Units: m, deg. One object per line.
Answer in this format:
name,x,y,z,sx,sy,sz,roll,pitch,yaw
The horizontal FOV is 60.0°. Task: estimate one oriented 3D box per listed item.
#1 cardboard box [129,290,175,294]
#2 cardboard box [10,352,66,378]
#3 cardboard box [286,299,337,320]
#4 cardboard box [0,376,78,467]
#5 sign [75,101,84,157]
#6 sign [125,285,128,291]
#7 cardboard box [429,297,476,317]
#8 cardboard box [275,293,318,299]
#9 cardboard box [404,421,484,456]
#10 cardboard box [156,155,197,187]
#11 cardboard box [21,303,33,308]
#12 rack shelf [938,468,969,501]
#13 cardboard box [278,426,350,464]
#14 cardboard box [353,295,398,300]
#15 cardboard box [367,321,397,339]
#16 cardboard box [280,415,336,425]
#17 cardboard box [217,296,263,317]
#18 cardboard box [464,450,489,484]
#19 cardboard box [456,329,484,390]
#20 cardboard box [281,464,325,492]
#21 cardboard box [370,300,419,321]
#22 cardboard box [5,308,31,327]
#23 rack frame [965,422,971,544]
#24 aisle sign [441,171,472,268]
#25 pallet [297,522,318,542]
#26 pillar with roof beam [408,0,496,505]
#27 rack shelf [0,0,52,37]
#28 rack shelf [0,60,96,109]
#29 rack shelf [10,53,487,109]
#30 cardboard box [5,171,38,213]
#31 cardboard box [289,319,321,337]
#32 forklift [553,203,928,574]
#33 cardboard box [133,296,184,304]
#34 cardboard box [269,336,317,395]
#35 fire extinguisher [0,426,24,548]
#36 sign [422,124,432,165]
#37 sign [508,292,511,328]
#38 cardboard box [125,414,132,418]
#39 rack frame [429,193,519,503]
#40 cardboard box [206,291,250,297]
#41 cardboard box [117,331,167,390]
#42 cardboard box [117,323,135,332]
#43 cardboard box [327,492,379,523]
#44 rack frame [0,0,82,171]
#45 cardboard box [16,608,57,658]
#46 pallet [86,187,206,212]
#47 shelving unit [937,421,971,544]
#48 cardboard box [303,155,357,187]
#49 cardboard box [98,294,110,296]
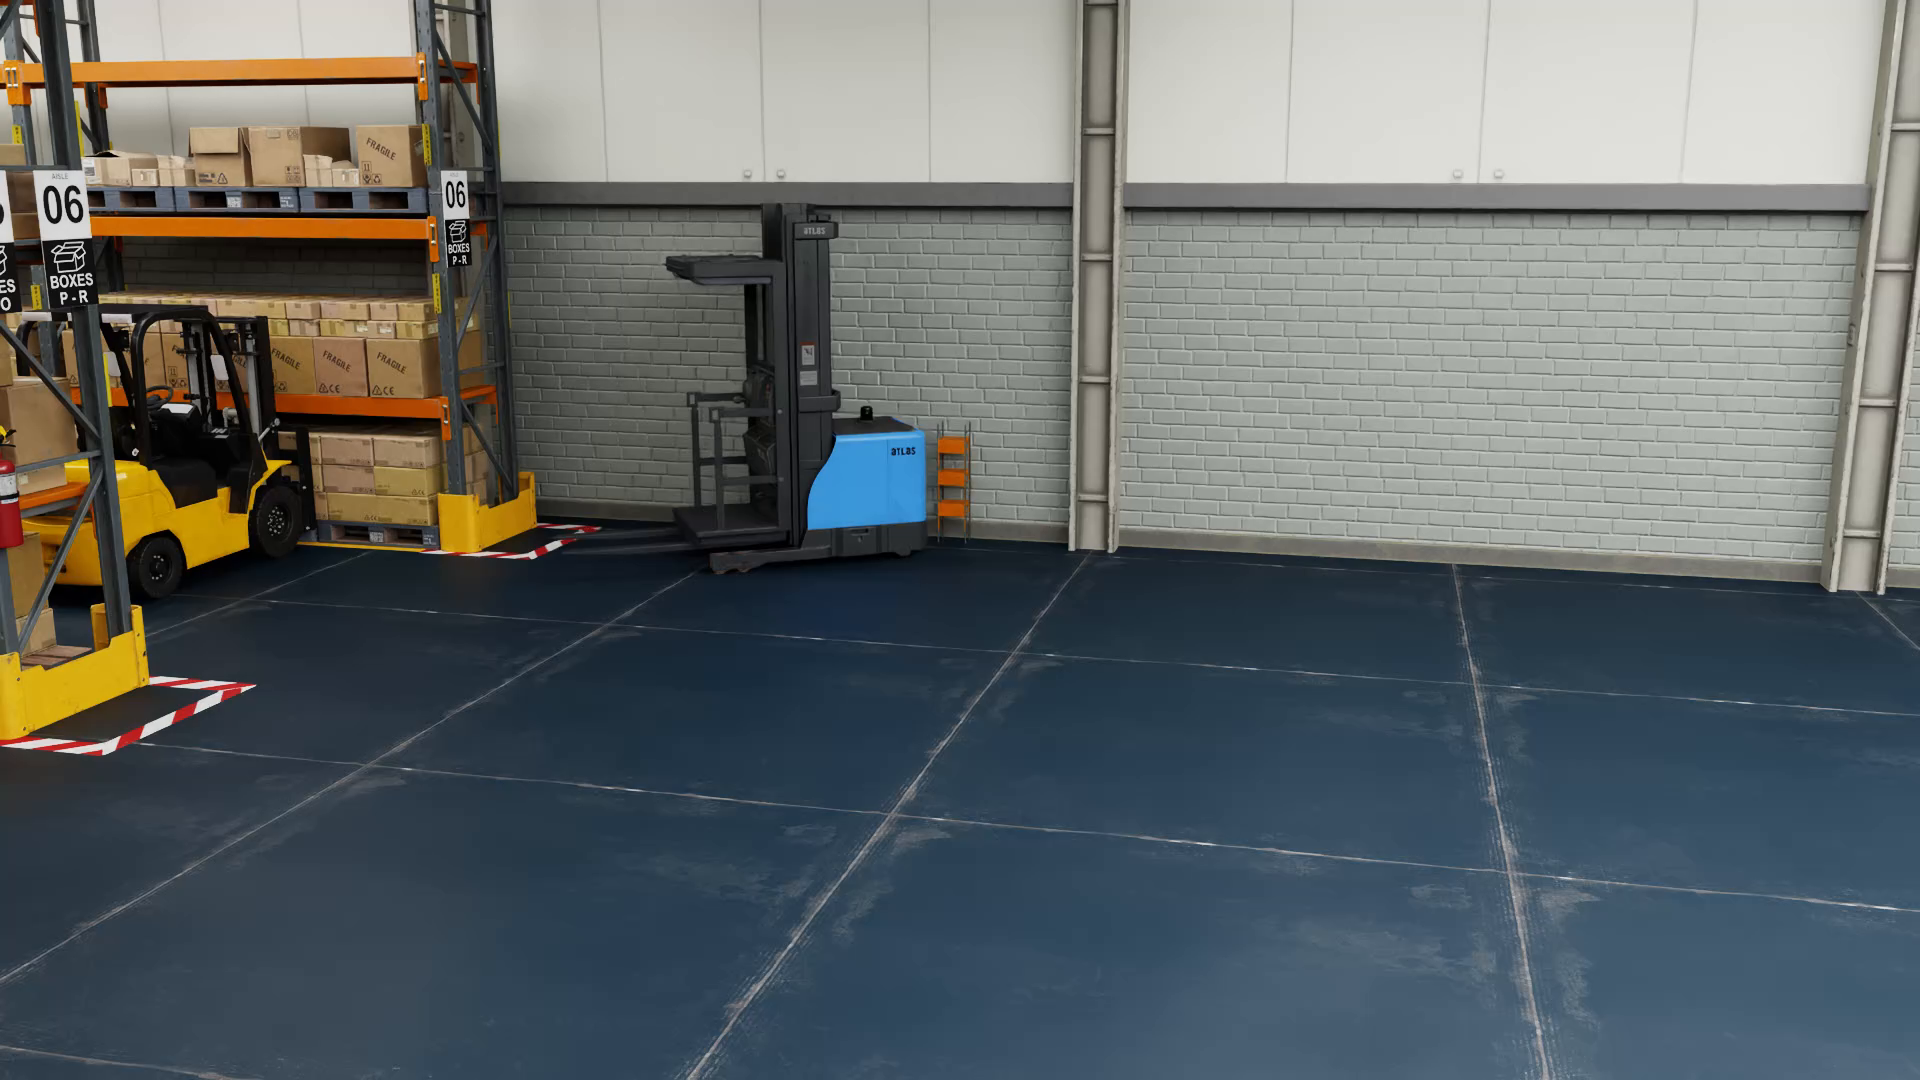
cardboard box,-7.473,-2.227,15.431,0.250,0.149,0.380,3,13,12
cardboard box,-8.641,-1.589,15.316,0.500,0.250,0.500,3,13,15
cardboard box,-5.614,-2.001,14.414,0.250,0.149,0.380,3,13,15
cardboard box,-5.784,-0.716,10.120,0.500,0.500,0.500,3,13,13
sign,-5.261,-2.445,9.884,0.005,0.325,0.100,3,13,14
sign,-7.957,-2.269,15.854,0.005,0.325,0.100,3,13,14
cardboard box,-4.480,-2.056,14.662,0.250,0.149,0.380,3,13,12
cardboard box,-5.975,-2.143,15.051,0.250,0.149,0.380,3,13,14
cardboard box,-4.626,-0.899,14.930,0.500,0.250,0.500,3,13,13
cardboard box,-6.720,-3.203,14.429,0.258,0.266,0.396,3,13,12
cardboard box,-8.869,-2.158,15.806,0.250,0.149,0.380,3,13,13
rack shelf,-0.051,-0.499,14.603,0.240,0.259,0.215,3,13,13
cardboard box,-5.716,-0.842,14.673,0.500,0.250,0.500,3,13,14
cardboard box,-5.222,-2.104,14.876,0.250,0.149,0.380,3,13,14
cardboard box,-4.864,-1.815,14.261,0.250,0.149,0.380,3,13,14
cardboard box,-6.091,-0.980,15.297,0.500,0.250,0.500,3,13,12
cardboard box,-6.334,-2.063,14.693,0.250,0.149,0.380,3,13,14
cardboard box,-4.612,-0.658,15.000,0.500,0.250,0.500,3,13,15
cardboard box,-4.620,-1.616,14.863,0.500,0.500,0.500,3,13,15
cardboard box,-5.743,-0.600,14.739,0.500,0.250,0.500,3,13,12
cardboard box,-4.850,-1.975,14.293,0.250,0.149,0.380,3,13,14
cardboard box,-8.728,-2.037,15.262,0.250,0.149,0.380,3,13,13
rack frame,0.067,-0.503,14.573,0.008,1.050,0.200,3,13,13
aisle sign,-4.212,-2.687,13.919,0.004,0.787,0.394,3,13,14
pallet,-6.138,-0.217,15.223,1.213,0.211,1.003,3,13,14
pillar with roof beam,-5.697,-3.733,10.782,0.400,9.000,9.100,3,13,14
rack shelf,-7.333,-3.119,9.685,4.000,0.370,1.077,3,13,14
rack shelf,-10.030,-4.177,15.369,4.000,0.370,1.077,3,13,14
rack shelf,-6.147,-3.970,14.434,4.000,0.370,1.077,3,13,14
cardboard box,-5.815,-2.058,9.818,0.500,0.250,0.500,3,13,13
cardboard box,-5.610,-1.861,14.466,0.250,0.149,0.380,3,13,12
forklift,-1.849,-1.284,13.752,3.031,2.935,1.130,-4,13,-19
cardboard box,-7.100,-2.082,14.777,0.250,0.149,0.380,3,13,15
cardboard box,-5.745,-1.558,14.600,0.500,0.500,0.500,3,13,12
fire extinguisher,-5.390,-0.299,9.334,0.183,0.674,0.296,3,13,14
sign,-4.349,-3.228,13.571,0.005,0.325,0.100,3,13,14
sign,-4.066,-2.061,14.917,0.005,0.325,0.100,3,13,14
cardboard box,-7.565,-1.057,15.642,0.500,0.250,0.500,3,13,15
rack frame,-4.205,-1.483,14.495,0.127,3.000,1.000,3,13,14
cardboard box,-6.707,-2.199,15.302,0.250,0.149,0.380,3,13,13
cardboard box,-7.211,-1.638,14.962,0.500,0.500,0.500,3,13,15
cardboard box,-7.331,-1.964,14.932,0.250,0.149,0.380,3,13,13
cardboard box,-5.218,-0.332,14.683,0.500,0.250,0.500,3,13,14
rack frame,-5.391,-3.368,9.139,0.127,3.000,1.000,3,13,14
cardboard box,-6.108,0.598,10.492,0.500,0.250,0.500,3,13,13
pallet,-7.254,-3.073,14.940,1.213,0.211,1.003,3,13,14
shelving unit,-0.051,-0.509,14.600,0.252,1.050,0.215,3,13,13
cardboard box,-5.329,-3.128,14.093,0.258,0.266,0.396,3,13,14
cardboard box,-7.850,-2.123,14.961,0.250,0.149,0.380,3,13,15
